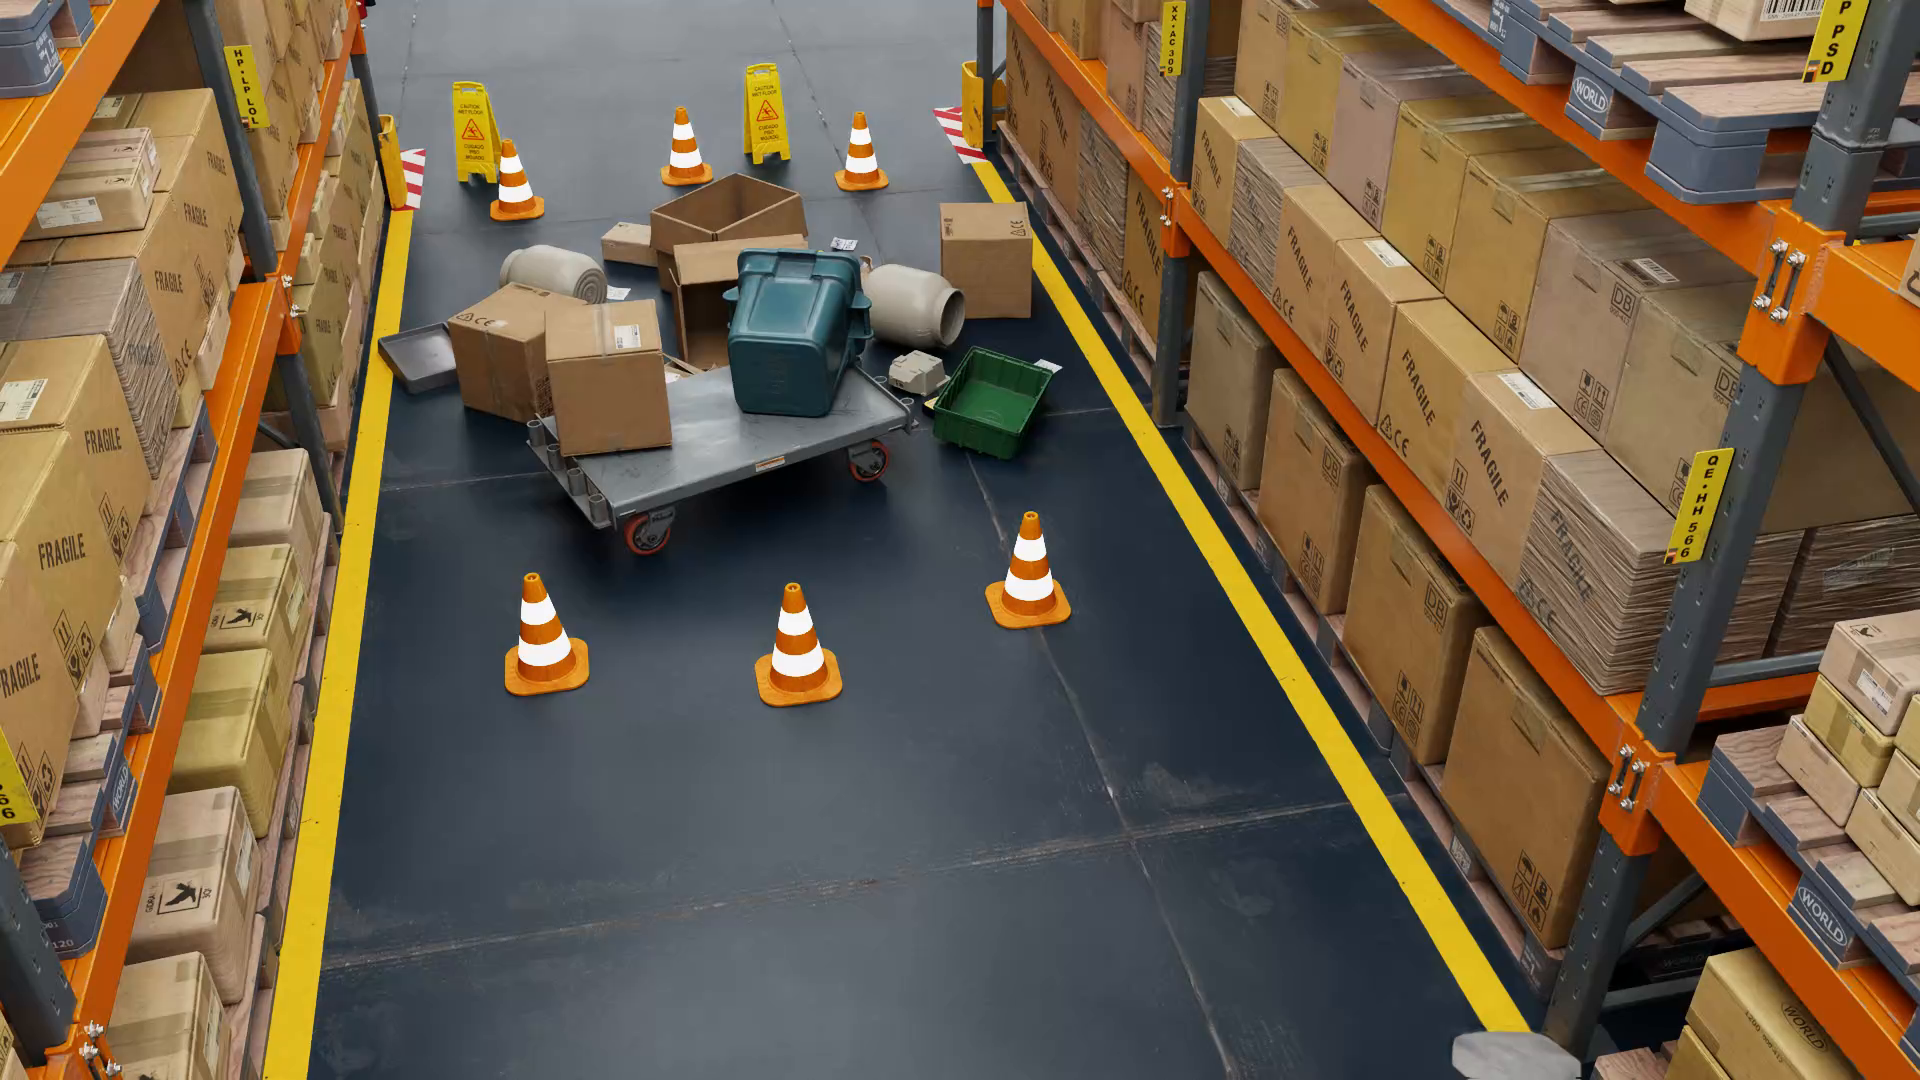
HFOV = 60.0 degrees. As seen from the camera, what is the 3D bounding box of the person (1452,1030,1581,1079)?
[{"bbox_3d":[1.097,1.662,3.671,0.488,1.663,0.705,-7,35,-9],"label":"person"}]
